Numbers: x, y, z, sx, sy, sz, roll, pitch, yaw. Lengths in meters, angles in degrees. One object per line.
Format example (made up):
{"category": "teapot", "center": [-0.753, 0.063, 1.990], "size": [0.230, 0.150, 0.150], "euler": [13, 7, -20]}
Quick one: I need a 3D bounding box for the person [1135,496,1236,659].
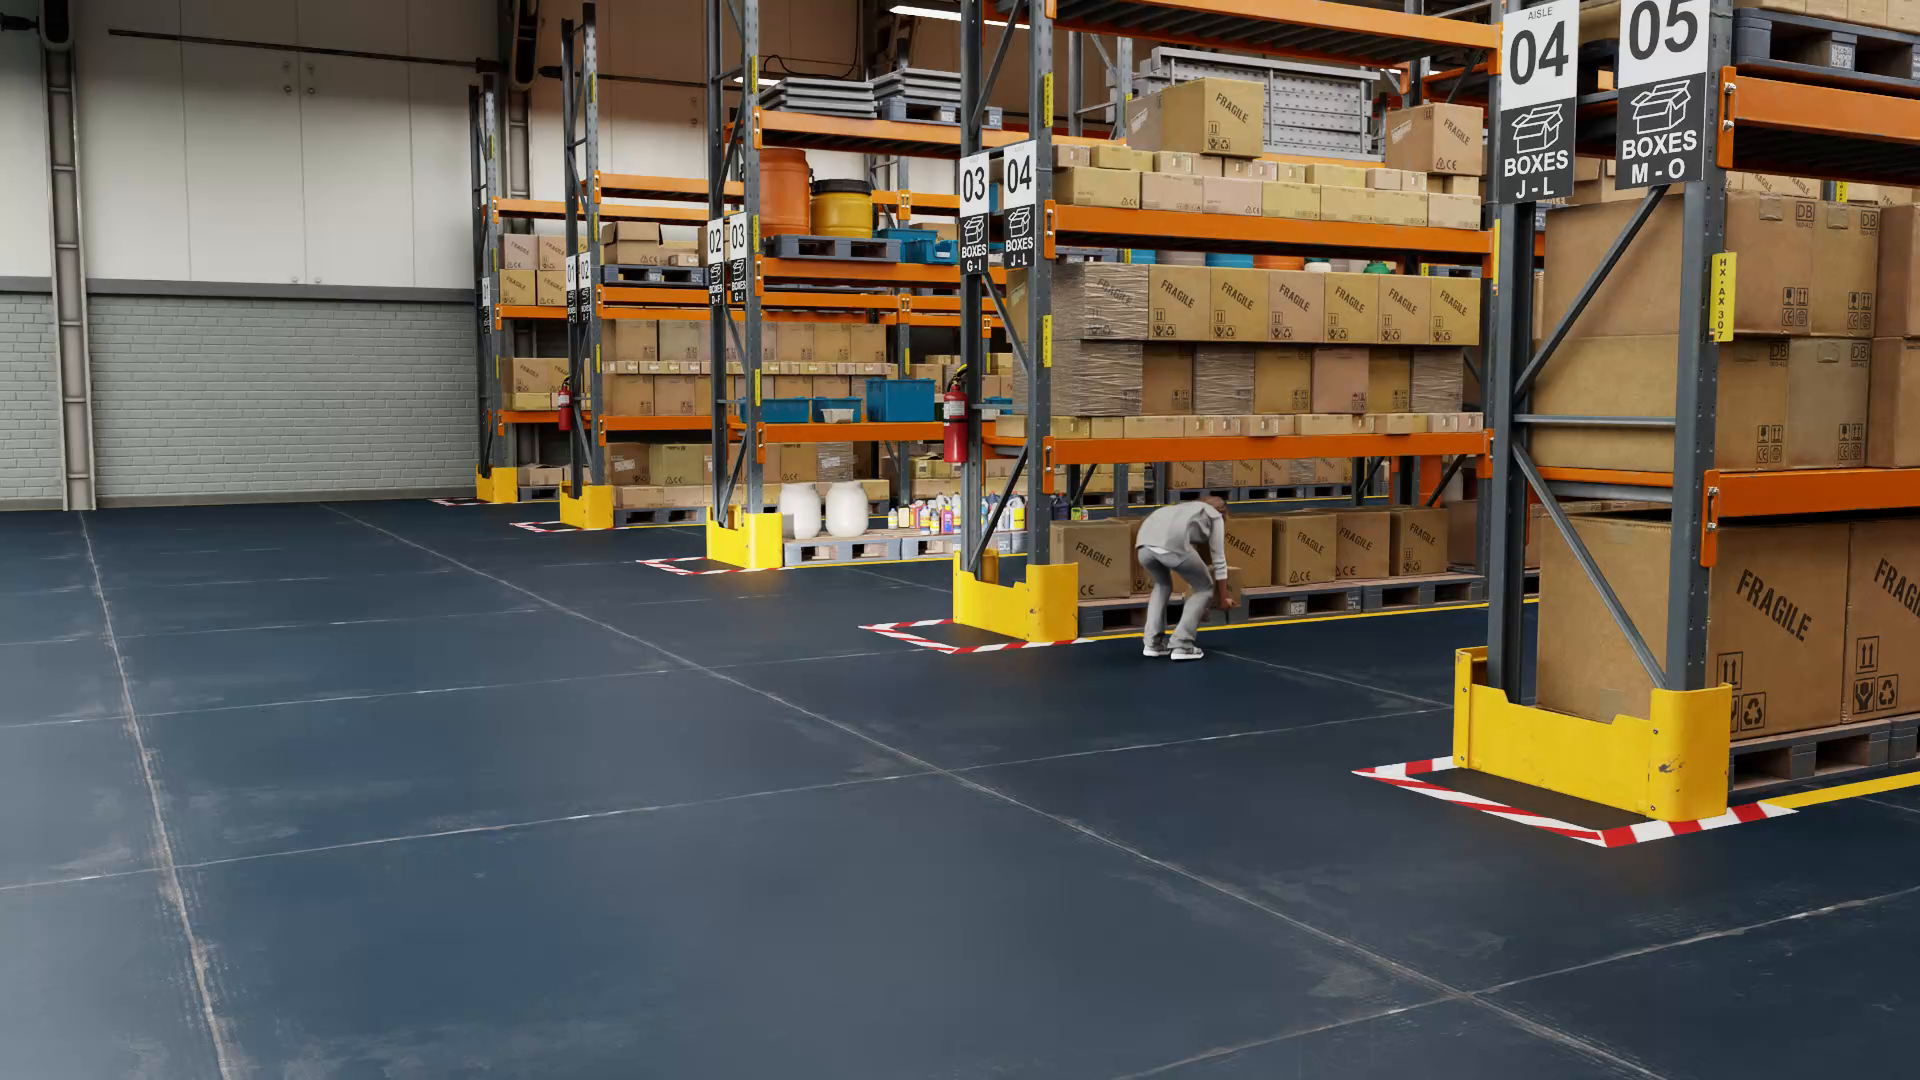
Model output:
{"category": "person", "center": [1.392, 0.230, 10.207], "size": [0.423, 0.960, 0.862], "euler": [4, 7, 39]}
